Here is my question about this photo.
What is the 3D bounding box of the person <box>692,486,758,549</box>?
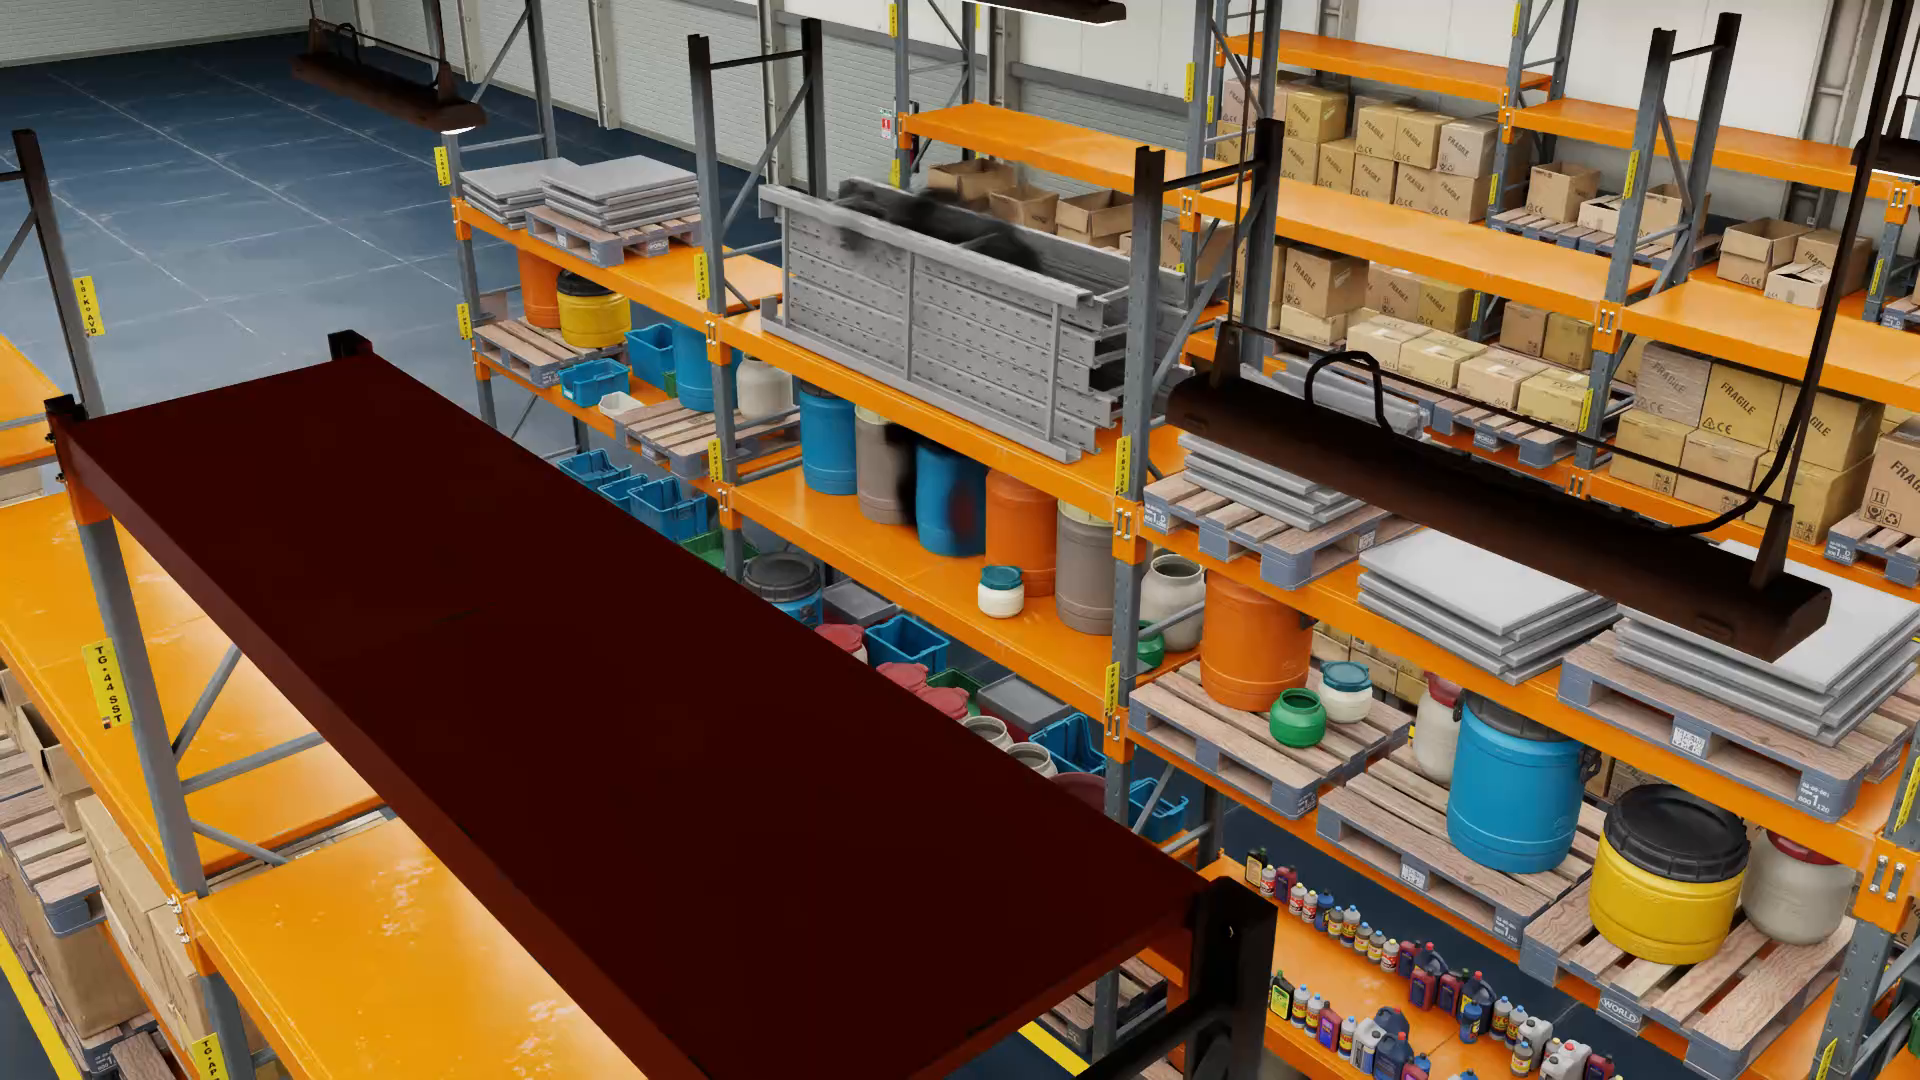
[{"bbox_3d":[-2.426,-0.453,16.687,0.775,1.650,0.601,17,31,30],"label":"person"}]

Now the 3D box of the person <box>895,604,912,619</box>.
[{"bbox_3d":[-0.604,0.536,14.510,0.697,1.760,0.977,-24,35,-38],"label":"person"}]
